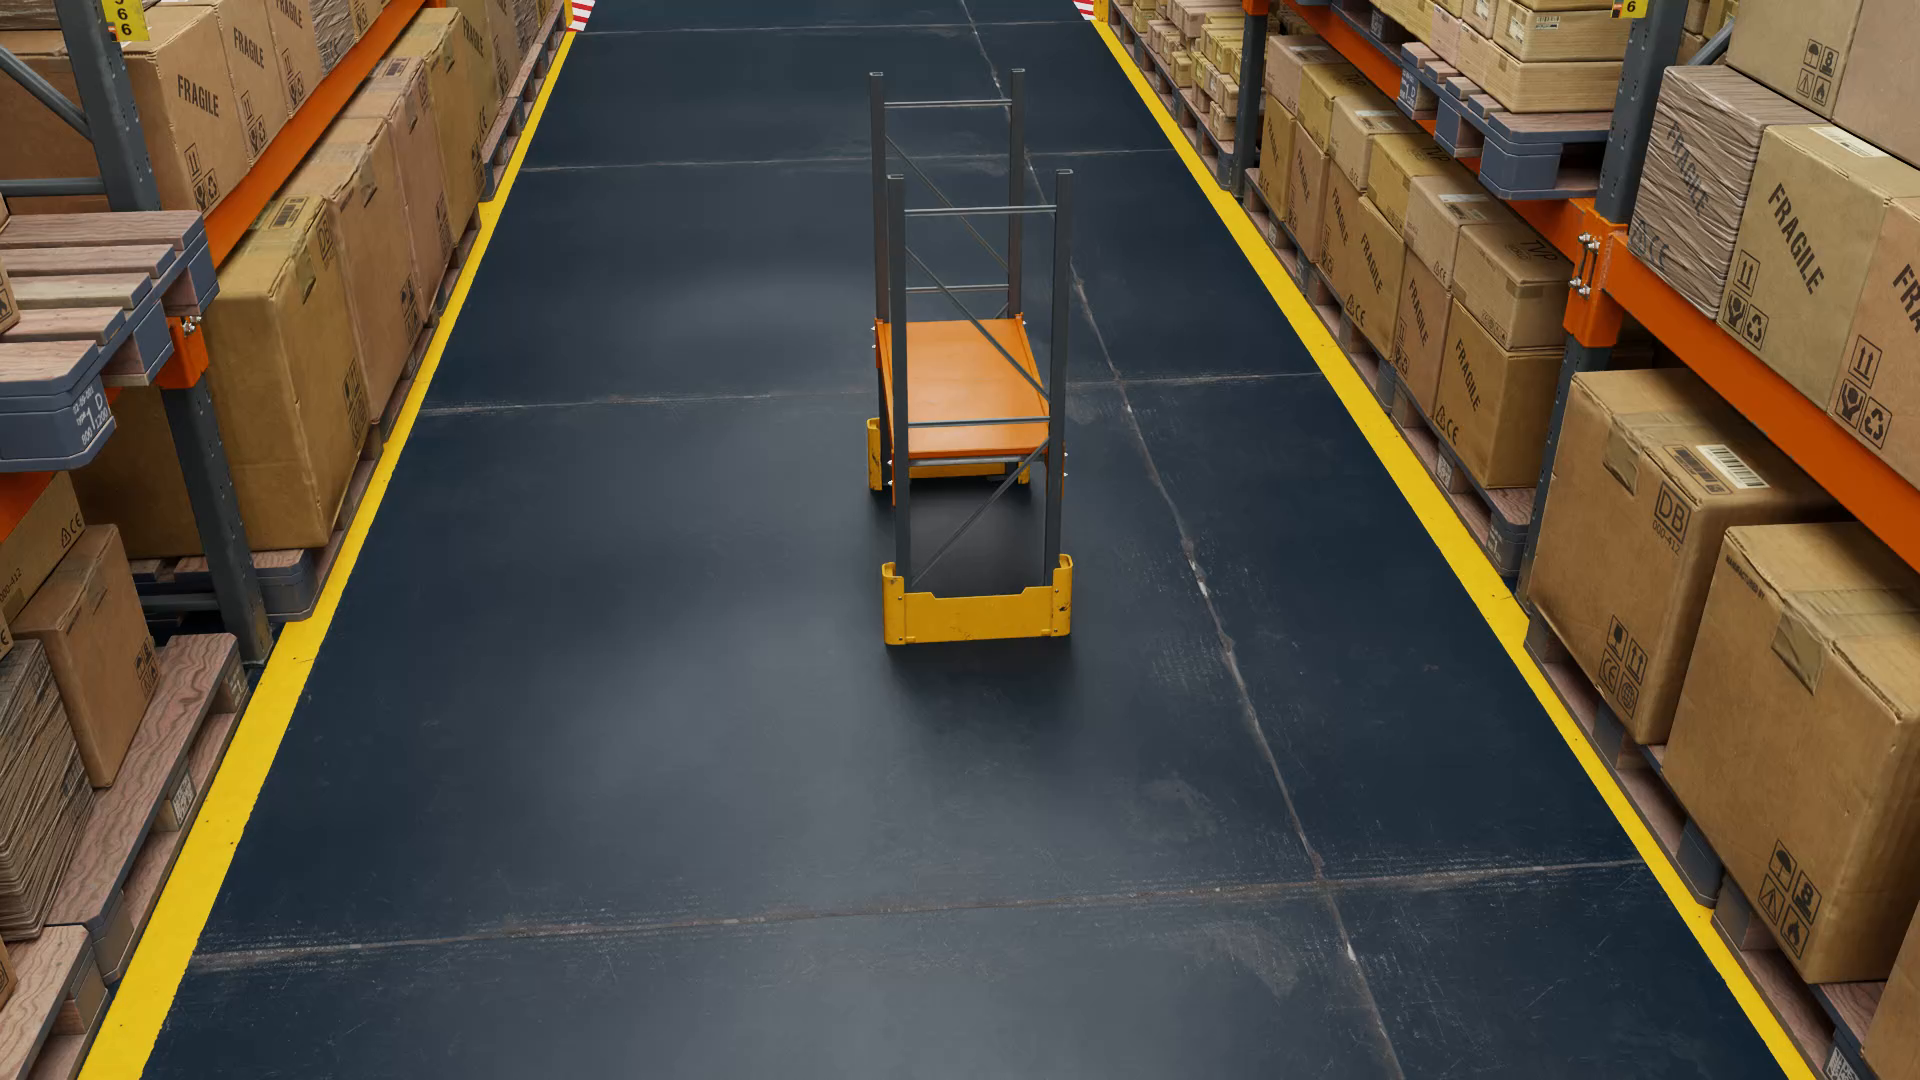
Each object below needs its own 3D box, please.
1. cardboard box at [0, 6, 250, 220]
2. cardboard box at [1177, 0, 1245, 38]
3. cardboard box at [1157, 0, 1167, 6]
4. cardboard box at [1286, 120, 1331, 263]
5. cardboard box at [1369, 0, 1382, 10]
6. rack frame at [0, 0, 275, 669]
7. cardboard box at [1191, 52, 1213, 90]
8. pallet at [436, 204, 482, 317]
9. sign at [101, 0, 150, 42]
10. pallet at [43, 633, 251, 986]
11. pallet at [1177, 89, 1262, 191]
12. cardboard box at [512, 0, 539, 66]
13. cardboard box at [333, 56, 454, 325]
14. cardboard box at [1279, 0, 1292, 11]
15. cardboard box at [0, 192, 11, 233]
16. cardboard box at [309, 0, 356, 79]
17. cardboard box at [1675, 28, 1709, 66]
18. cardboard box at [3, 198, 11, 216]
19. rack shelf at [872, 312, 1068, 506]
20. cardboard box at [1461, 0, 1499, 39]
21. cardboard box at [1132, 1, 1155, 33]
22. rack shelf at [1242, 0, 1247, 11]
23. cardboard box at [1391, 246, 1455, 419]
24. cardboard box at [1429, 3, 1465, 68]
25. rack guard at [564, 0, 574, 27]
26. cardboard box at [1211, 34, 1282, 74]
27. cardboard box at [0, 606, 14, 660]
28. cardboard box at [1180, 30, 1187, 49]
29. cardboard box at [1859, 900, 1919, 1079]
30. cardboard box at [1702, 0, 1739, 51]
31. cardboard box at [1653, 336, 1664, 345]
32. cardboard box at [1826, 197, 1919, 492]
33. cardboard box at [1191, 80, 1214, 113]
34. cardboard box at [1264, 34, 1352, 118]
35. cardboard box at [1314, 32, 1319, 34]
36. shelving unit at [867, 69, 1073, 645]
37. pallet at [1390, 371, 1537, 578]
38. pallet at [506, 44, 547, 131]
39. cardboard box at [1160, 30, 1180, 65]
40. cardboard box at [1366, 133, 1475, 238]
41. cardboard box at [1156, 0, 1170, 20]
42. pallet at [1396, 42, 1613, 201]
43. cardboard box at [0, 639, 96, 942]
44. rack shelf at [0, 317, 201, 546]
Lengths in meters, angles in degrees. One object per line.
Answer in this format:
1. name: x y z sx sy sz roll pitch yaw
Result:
1. cardboard box: -2.410 -1.209 4.752 0.500 0.500 0.500 -2 31 -3
2. cardboard box: 1.489 -3.040 9.704 0.380 0.149 0.250 -4 31 -7
3. cardboard box: 1.418 -3.433 10.362 0.380 0.149 0.250 -2 31 -4
4. cardboard box: 1.795 -1.581 7.499 0.500 0.500 0.500 -1 31 -2
5. cardboard box: 1.694 -2.049 6.090 0.380 0.149 0.250 -2 31 -3
6. rack frame: -2.635 -0.905 4.340 1.000 3.000 0.127 -3 31 -5
7. cardboard box: 1.512 -2.637 9.320 0.380 0.149 0.250 -4 31 -6
8. pallet: -2.862 -1.360 7.821 1.003 0.211 1.213 -3 31 -5
9. sign: -2.096 -1.399 4.115 0.100 0.325 0.005 -3 31 -5
10. pallet: -2.564 0.691 4.387 1.003 0.211 1.213 -3 31 -5
11. pallet: 1.841 -2.277 9.357 1.003 0.211 1.213 -3 31 -5
12. cardboard box: -3.158 -3.470 10.297 0.875 0.875 0.875 -3 31 -5
13. cardboard box: -2.845 -1.434 6.887 1.225 0.875 0.875 -4 31 -6
14. cardboard box: 2.084 -3.067 9.750 0.380 0.149 0.250 -2 31 -4
15. cardboard box: -2.545 -0.855 3.749 0.500 0.500 0.500 -6 31 -11
16. cardboard box: -2.557 -1.989 6.058 0.500 0.500 0.500 -3 31 -4
17. cardboard box: 2.446 -1.539 5.236 0.380 0.149 0.250 -1 31 -2
18. cardboard box: -2.928 -1.188 4.717 0.500 0.500 0.500 -2 31 -3
19. rack shelf: 0.008 -0.446 5.385 0.538 0.185 1.000 -3 31 -5
20. cardboard box: 1.786 -1.658 5.146 0.380 0.149 0.250 -2 31 -3
21. cardboard box: 1.346 -3.457 10.983 0.380 0.149 0.250 -2 31 -4
22. rack shelf: 1.752 -3.846 9.965 1.077 0.370 4.000 -3 31 -5
23. cardboard box: 1.946 -0.787 6.171 0.500 0.500 0.500 -2 31 -3
24. cardboard box: 1.763 -1.652 5.425 0.380 0.149 0.250 -2 31 -4
25. rack guard: -3.385 -3.929 11.840 1.175 0.500 0.348 -3 31 -5
26. cardboard box: 1.583 -2.643 9.040 0.380 0.149 0.250 -2 31 -4
27. cardboard box: -2.483 0.268 3.653 0.500 0.250 0.500 1 31 1
28. cardboard box: 1.538 -3.036 9.989 0.380 0.149 0.250 -4 31 -7
29. cardboard box: 2.452 0.931 3.050 1.050 0.750 0.750 -3 31 -5
30. cardboard box: 2.467 -1.548 4.961 0.380 0.149 0.250 -1 31 -2
31. cardboard box: 2.489 -0.884 5.602 0.500 0.250 0.500 -4 31 -7
32. cardboard box: 2.182 -0.375 3.355 0.500 0.500 0.500 -3 31 -5
33. cardboard box: 1.533 -2.542 9.452 0.380 0.149 0.250 -4 31 -6
34. cardboard box: 1.744 -2.173 7.759 0.500 0.250 0.500 -4 31 -7
35. cardboard box: 2.146 -2.674 9.093 0.380 0.149 0.250 -1 31 -2
36. shelving unit: 0.007 -0.605 5.300 0.587 1.500 1.083 -3 31 -5
37. pallet: 2.241 -0.293 6.035 1.003 0.211 1.213 -3 31 -5
38. pallet: -3.119 -2.767 10.176 1.003 0.211 1.213 -3 31 -5
39. cardboard box: 1.453 -3.060 10.319 0.380 0.149 0.250 -3 31 -5
40. cardboard box: 1.897 -1.374 6.423 0.500 0.250 0.500 -2 31 -3
41. cardboard box: 1.474 -3.450 10.681 0.380 0.149 0.250 -4 31 -7
42. pallet: 2.140 -1.368 5.302 1.213 0.211 1.003 -3 31 -5
43. cardboard box: -2.488 0.603 3.824 0.700 0.500 0.500 -5 31 -9
44. rack shelf: -2.449 0.425 2.815 1.077 0.370 4.000 -3 31 -5
